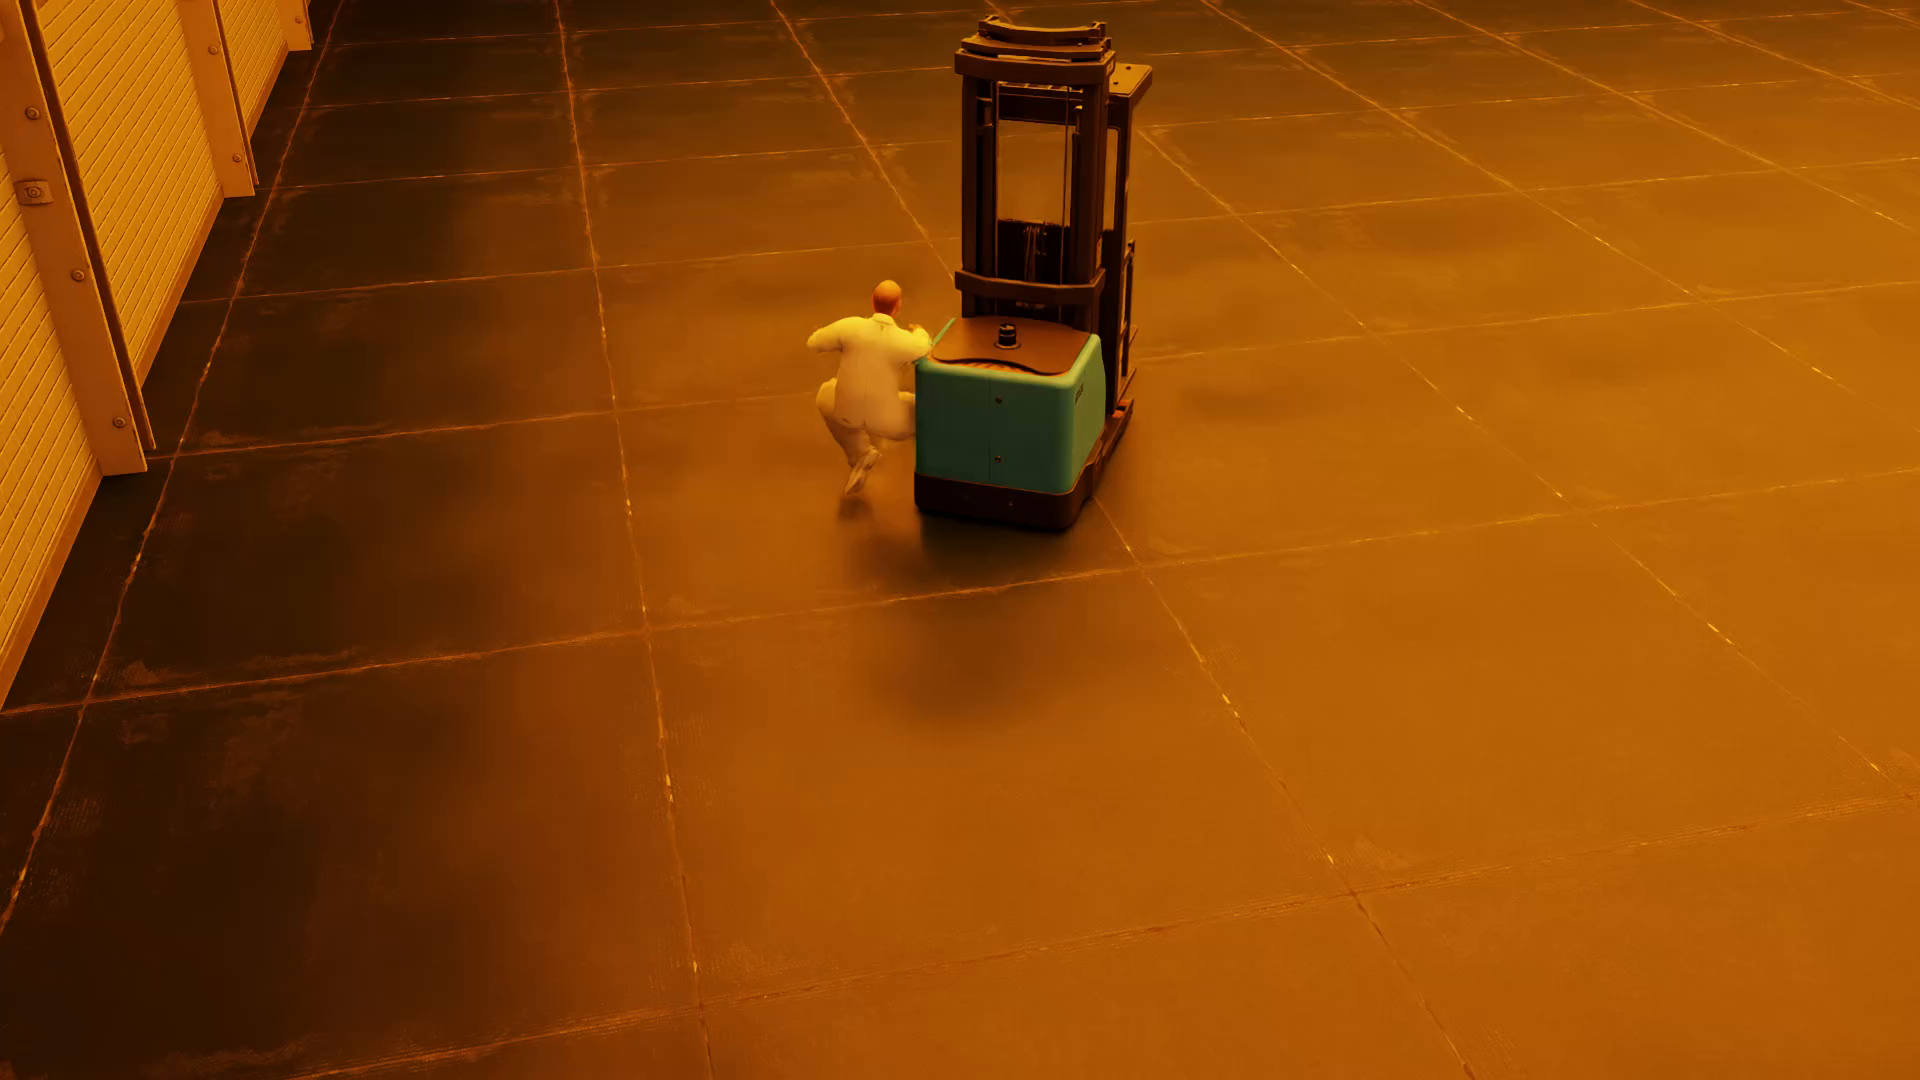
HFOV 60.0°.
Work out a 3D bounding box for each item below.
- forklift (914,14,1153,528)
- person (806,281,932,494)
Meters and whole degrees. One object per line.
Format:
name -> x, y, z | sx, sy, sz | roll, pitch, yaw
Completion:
forklift -> 0.618, -2.071, 11.152 | 1.130, 2.935, 3.031 | 9, 31, 15
person -> -0.497, -0.996, 10.691 | 0.944, 1.535, 0.815 | 3, 30, 5
